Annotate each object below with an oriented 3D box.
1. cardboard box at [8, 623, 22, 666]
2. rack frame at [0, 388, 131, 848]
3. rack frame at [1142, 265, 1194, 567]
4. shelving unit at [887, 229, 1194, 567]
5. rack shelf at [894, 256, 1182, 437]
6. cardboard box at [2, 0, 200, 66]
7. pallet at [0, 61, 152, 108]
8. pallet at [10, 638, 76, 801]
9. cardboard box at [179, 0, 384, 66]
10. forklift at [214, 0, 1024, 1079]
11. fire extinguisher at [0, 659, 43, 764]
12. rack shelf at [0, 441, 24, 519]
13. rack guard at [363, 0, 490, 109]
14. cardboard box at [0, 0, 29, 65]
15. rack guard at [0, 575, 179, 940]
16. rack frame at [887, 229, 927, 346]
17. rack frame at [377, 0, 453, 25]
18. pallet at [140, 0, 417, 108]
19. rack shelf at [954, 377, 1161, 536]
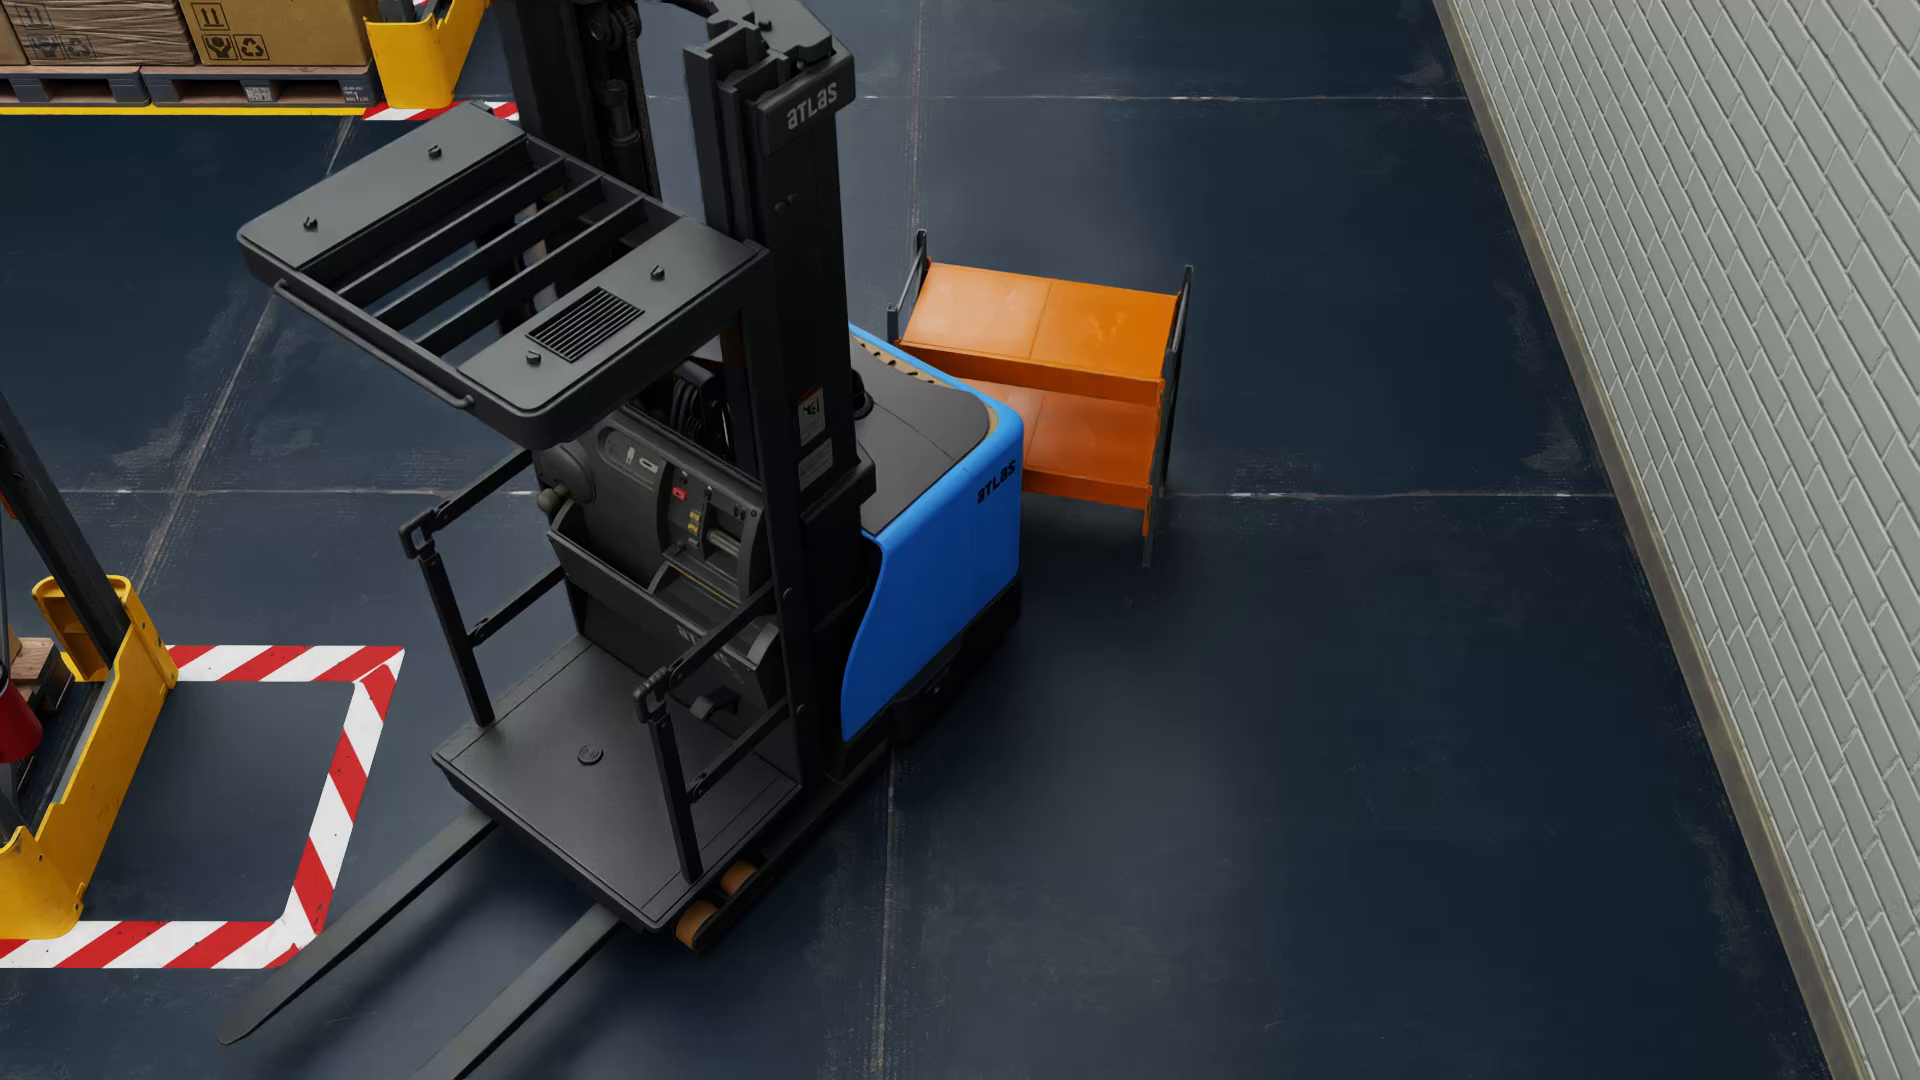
[{"bbox_3d":[-3.569,0.466,5.927,0.250,0.149,0.380,1,47,1],"label":"cardboard box"},{"bbox_3d":[-3.046,-0.126,4.818,0.127,3.000,1.000,0,47,0],"label":"rack frame"},{"bbox_3d":[0.797,-0.457,6.407,0.032,1.125,0.500,9,48,9],"label":"rack frame"},{"bbox_3d":[0.301,-0.537,6.482,1.048,1.125,0.538,9,48,9],"label":"shelving unit"},{"bbox_3d":[0.301,-0.737,6.268,1.000,0.278,0.538,9,48,9],"label":"rack shelf"},{"bbox_3d":[-4.477,-3.121,8.771,0.875,0.875,0.875,0,47,0],"label":"cardboard box"},{"bbox_3d":[-4.944,-2.757,9.172,1.213,0.211,1.003,0,47,0],"label":"pallet"},{"bbox_3d":[-3.935,0.796,5.865,1.213,0.211,1.003,0,47,0],"label":"pallet"},{"bbox_3d":[-3.567,-3.119,8.768,0.875,0.875,0.875,0,47,0],"label":"cardboard box"},{"bbox_3d":[-1.070,-0.066,4.809,1.130,2.935,3.031,30,54,25],"label":"forklift"},{"bbox_3d":[-2.796,0.366,4.668,0.183,0.674,0.296,0,47,0],"label":"fire extinguisher"},{"bbox_3d":[-5.046,0.114,5.086,4.000,0.370,1.077,0,47,0],"label":"rack shelf"},{"bbox_3d":[-2.903,-2.905,9.112,0.348,0.500,1.175,0,47,0],"label":"rack guard"},{"bbox_3d":[-5.367,-3.124,8.773,0.875,0.875,0.875,0,47,0],"label":"cardboard box"},{"bbox_3d":[-3.122,0.725,5.733,0.348,0.500,1.175,0,47,0],"label":"rack guard"},{"bbox_3d":[-0.195,-0.618,6.557,0.032,1.125,0.500,9,48,9],"label":"rack frame"},{"bbox_3d":[-2.927,-3.756,8.197,0.127,3.000,1.000,0,47,0],"label":"rack frame"},{"bbox_3d":[-3.727,-2.751,9.167,1.213,0.211,1.003,0,47,0],"label":"pallet"},{"bbox_3d":[0.301,-0.371,6.661,1.000,0.278,0.538,9,48,9],"label":"rack shelf"}]
